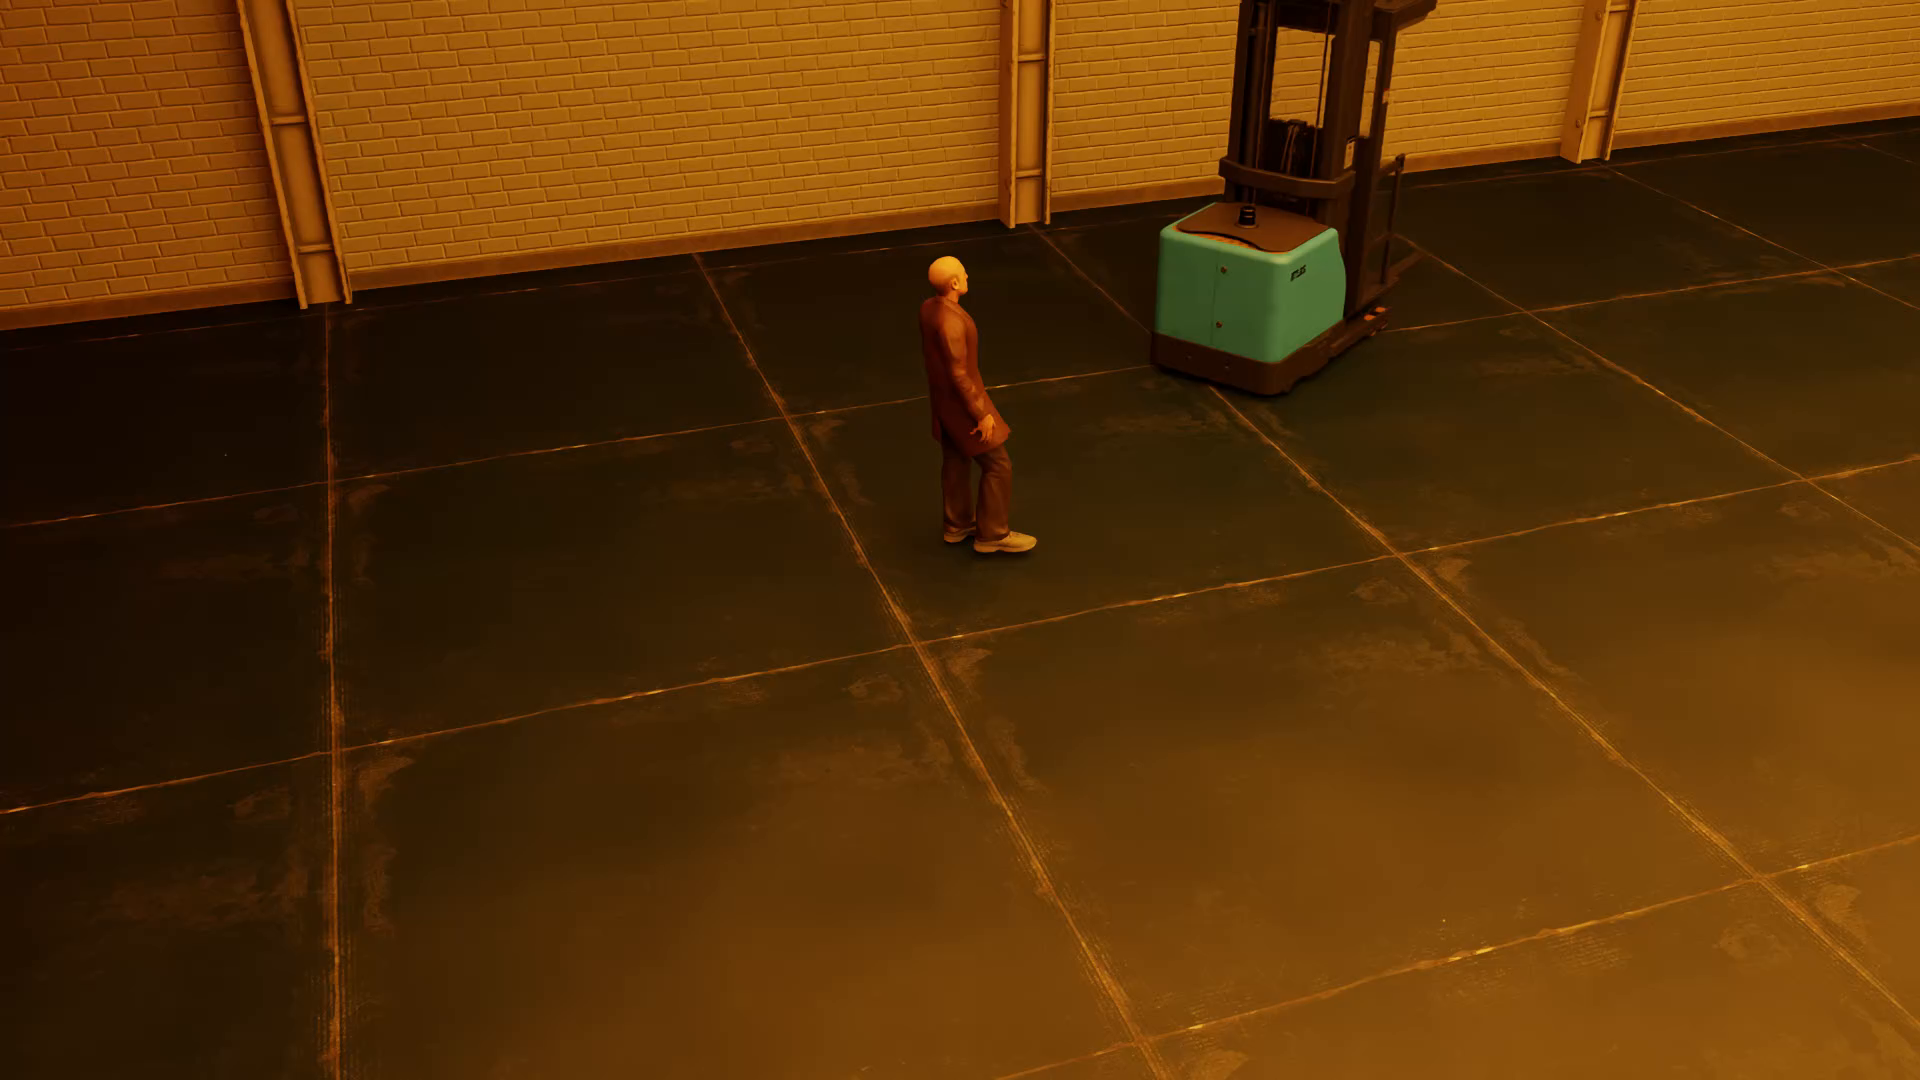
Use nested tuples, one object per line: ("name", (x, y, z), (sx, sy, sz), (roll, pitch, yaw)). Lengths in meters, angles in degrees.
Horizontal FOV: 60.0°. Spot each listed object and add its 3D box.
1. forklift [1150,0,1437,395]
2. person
("forklift", (2.682, -2.961, 12.233), (1.130, 2.935, 3.031), (21, 36, 32))
("person", (0.088, -0.789, 9.600), (0.583, 1.775, 0.696), (-10, 31, -16))
